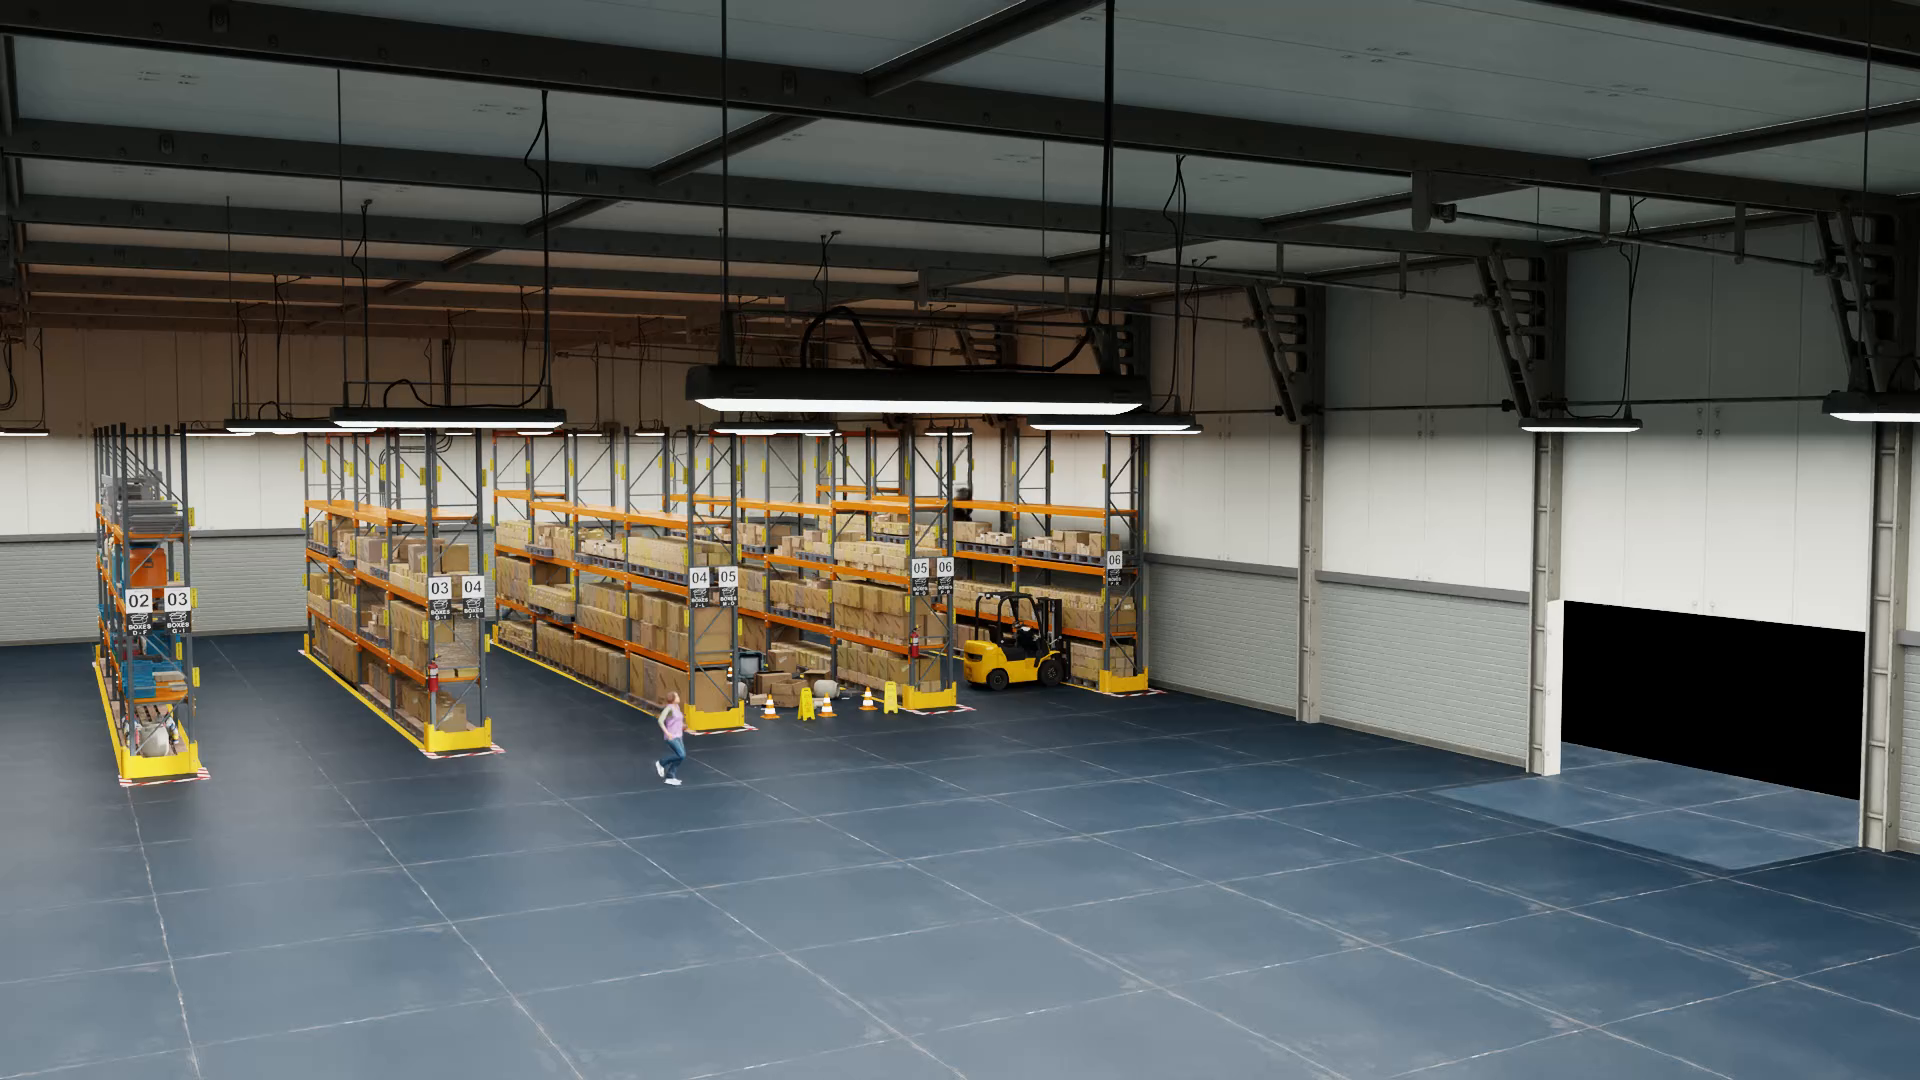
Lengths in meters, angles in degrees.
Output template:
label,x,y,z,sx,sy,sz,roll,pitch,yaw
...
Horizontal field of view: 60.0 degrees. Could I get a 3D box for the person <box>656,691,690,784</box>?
label,x,y,z,sx,sy,sz,roll,pitch,yaw
person,-4.763,3.278,27.579,0.521,1.556,0.588,1,4,15

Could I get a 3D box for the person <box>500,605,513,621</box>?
label,x,y,z,sx,sy,sz,roll,pitch,yaw
person,-13.107,1.958,48.163,0.535,1.699,0.804,-2,4,-29
